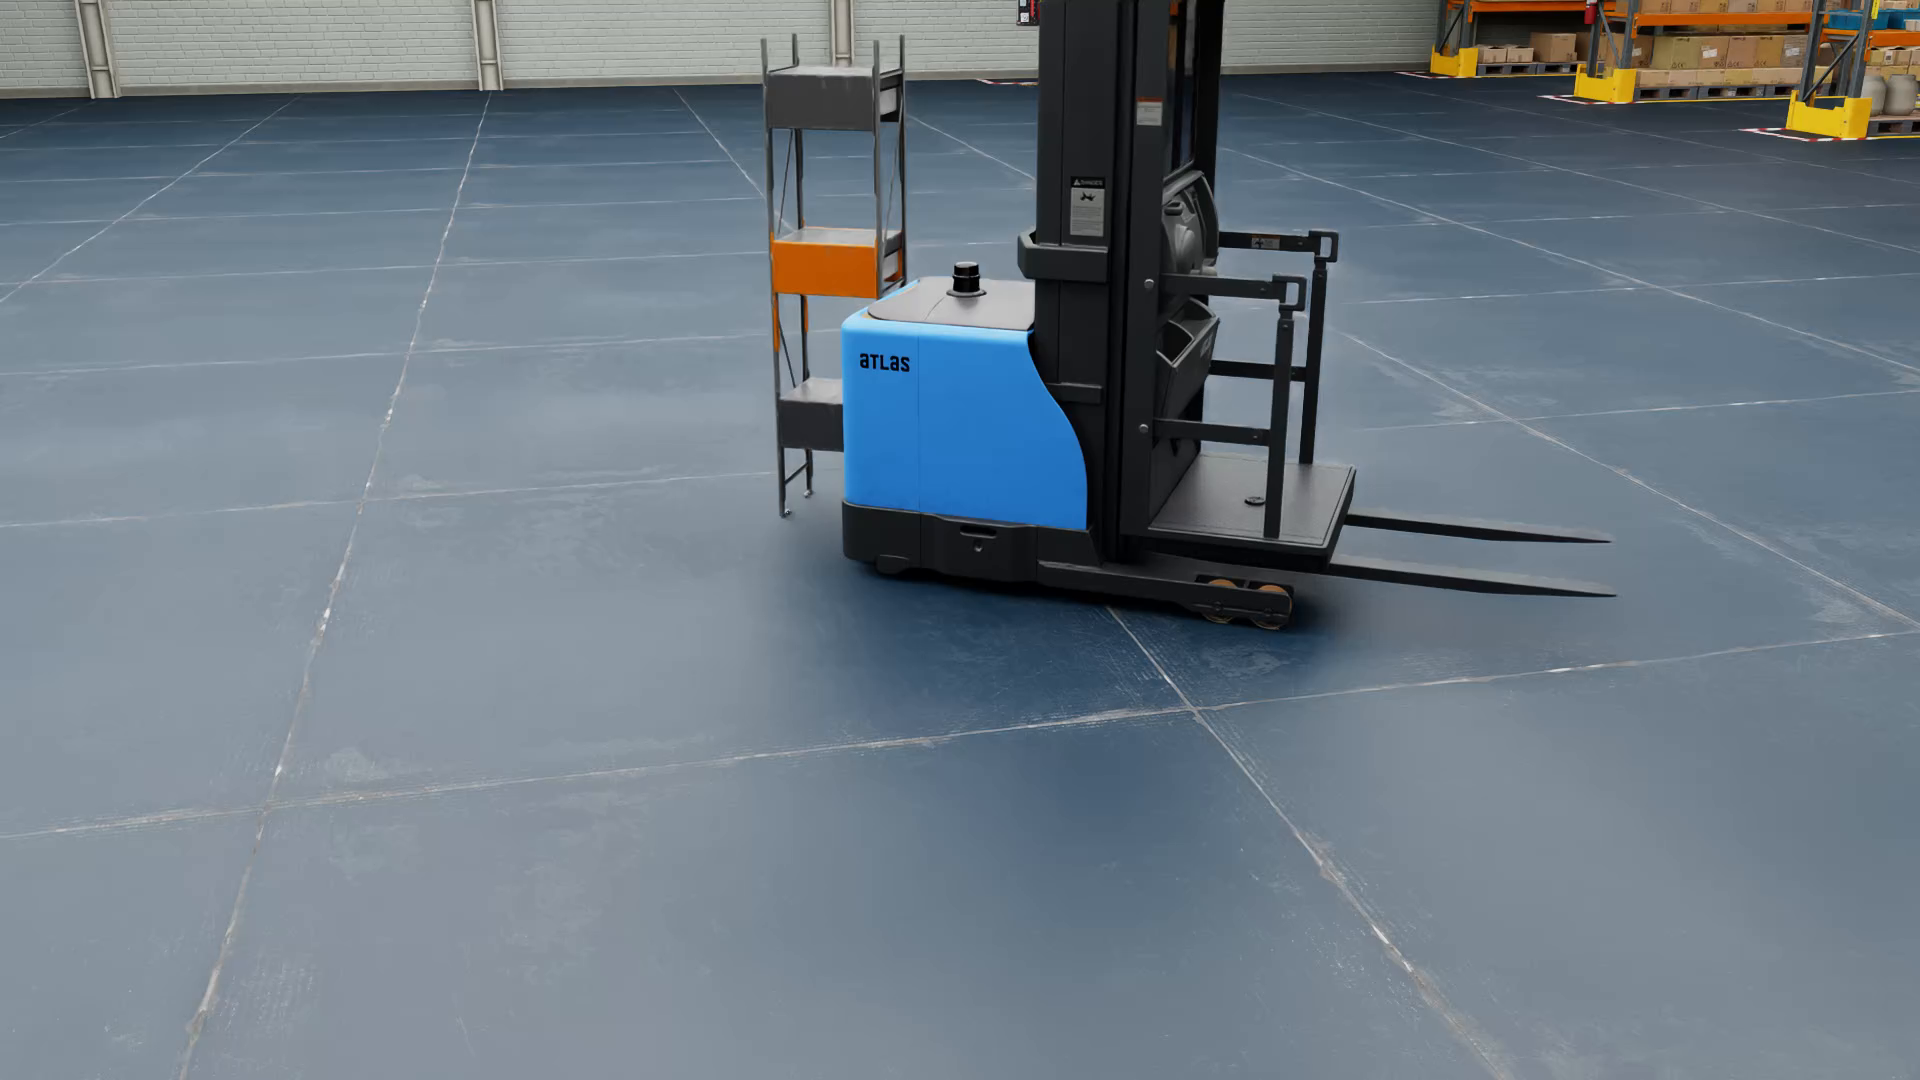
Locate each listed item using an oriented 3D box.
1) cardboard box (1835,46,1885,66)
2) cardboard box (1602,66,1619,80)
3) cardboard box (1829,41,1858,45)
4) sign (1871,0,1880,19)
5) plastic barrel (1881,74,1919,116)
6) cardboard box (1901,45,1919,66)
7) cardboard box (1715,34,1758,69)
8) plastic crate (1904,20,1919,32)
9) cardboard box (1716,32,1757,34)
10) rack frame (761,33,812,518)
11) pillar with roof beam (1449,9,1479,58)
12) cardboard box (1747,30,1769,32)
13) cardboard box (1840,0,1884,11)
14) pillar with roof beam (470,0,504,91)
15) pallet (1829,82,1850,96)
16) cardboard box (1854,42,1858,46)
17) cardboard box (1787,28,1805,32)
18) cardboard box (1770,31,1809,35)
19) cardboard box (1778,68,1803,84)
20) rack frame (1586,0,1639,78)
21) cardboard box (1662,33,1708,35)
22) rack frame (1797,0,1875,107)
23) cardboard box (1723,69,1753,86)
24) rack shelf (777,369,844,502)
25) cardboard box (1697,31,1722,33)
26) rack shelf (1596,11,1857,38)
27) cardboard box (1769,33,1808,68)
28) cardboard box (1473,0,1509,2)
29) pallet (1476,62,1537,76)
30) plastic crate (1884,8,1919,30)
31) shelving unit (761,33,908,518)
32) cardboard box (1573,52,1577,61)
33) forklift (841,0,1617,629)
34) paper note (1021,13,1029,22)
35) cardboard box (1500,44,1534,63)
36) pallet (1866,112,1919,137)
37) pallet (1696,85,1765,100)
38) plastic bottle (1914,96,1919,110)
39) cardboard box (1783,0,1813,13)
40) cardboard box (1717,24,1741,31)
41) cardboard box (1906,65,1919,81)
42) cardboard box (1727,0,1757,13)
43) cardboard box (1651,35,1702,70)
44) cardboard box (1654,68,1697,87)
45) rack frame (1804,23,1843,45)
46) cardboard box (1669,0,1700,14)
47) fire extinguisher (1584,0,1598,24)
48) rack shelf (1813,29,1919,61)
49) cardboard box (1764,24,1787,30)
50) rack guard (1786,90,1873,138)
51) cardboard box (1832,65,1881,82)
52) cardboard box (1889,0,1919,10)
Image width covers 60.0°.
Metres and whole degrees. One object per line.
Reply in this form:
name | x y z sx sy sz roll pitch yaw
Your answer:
cardboard box | 14.618 -7.876 27.027 0.500 0.311 0.500 -5 21 -12
cardboard box | 10.720 -7.488 26.783 0.500 0.250 0.500 -5 21 -12
cardboard box | 17.654 -9.934 32.588 0.750 0.750 0.750 -5 21 -13
sign | 11.525 -6.728 20.918 0.005 0.325 0.100 -5 21 -12
plastic barrel | 12.513 -5.929 22.146 0.421 0.512 0.421 0 20 0
cardboard box | 15.610 -7.956 27.243 0.500 0.311 0.500 -5 21 -14
cardboard box | 12.299 -7.785 26.503 0.500 0.500 0.500 -5 21 -12
plastic crate | 12.347 -6.622 21.414 0.250 0.136 0.298 -5 21 -12
cardboard box | 12.662 -8.005 27.102 0.500 0.500 0.500 -5 21 -12
rack frame | -0.765 -1.155 7.415 0.015 2.100 0.400 5 21 14
pillar with roof beam | 10.595 -11.820 26.499 0.400 9.000 9.100 -5 21 -12
cardboard box | 15.214 -9.640 32.264 0.500 0.500 0.700 -5 21 -13
cardboard box | 14.628 -8.741 27.033 0.500 0.250 0.500 -3 20 -9
pillar with roof beam | -6.922 -10.395 22.609 0.400 9.000 9.100 -5 21 -12
pallet | 14.867 -7.520 27.536 1.213 0.211 1.003 -5 21 -12
cardboard box | 14.992 -8.098 27.633 0.500 0.311 0.500 -4 21 -11
cardboard box | 16.219 -9.690 32.402 0.500 0.500 0.700 -4 21 -12
cardboard box | 13.635 -8.084 27.319 0.500 0.500 0.500 -5 21 -12
cardboard box | 13.269 -7.518 26.863 0.500 0.250 0.500 -5 21 -12
rack frame | 10.266 -8.441 25.997 0.127 3.000 1.000 -5 21 -12
cardboard box | 11.689 -7.925 26.886 0.500 0.500 0.500 -5 21 -12
rack frame | 11.402 -6.783 21.470 0.127 3.000 1.000 -5 21 -12
cardboard box | 12.299 -7.433 26.633 0.500 0.250 0.500 -5 21 -12
rack shelf | -0.530 -0.463 7.602 0.480 0.518 0.431 5 21 14
cardboard box | 14.219 -9.570 32.073 0.500 0.500 0.700 -5 21 -14
rack shelf | 12.212 -8.262 26.553 4.000 0.370 1.077 -5 21 -12
cardboard box | 13.268 -7.870 26.735 0.500 0.500 0.500 -5 21 -12
cardboard box | 9.670 -9.970 30.360 0.500 0.250 0.500 -5 21 -14
pallet | 9.995 -8.848 31.162 1.213 0.211 1.003 -5 21 -12
plastic crate | 12.454 -6.902 22.012 0.408 0.251 0.499 -5 21 -12
shelving unit | -0.530 -1.133 7.356 0.503 2.100 0.431 5 21 14
cardboard box | 11.454 -9.164 31.474 0.250 0.149 0.380 -6 21 -17
forklift | 1.085 -1.239 6.435 3.031 2.935 1.130 7 21 17
paper note | 1.164 -9.382 29.845 0.142 0.148 0.016 -5 21 -12
cardboard box | 10.371 -9.113 31.100 0.500 0.311 0.500 -3 20 -8
pallet | 12.257 -5.558 22.179 1.213 0.211 1.003 -5 21 -12
pallet | 12.186 -7.302 26.940 1.213 0.211 1.003 -5 21 -12
plastic bottle | 13.089 -5.967 22.673 0.097 0.201 0.097 0 20 0
cardboard box | 13.217 -8.723 26.622 0.500 0.500 0.700 -5 21 -13
cardboard box | 14.661 -9.943 32.001 0.500 0.250 0.500 -5 21 -14
cardboard box | 15.609 -7.695 27.346 0.500 0.250 0.500 -5 21 -14
cardboard box | 12.229 -8.644 26.406 0.500 0.500 0.700 -4 21 -11
cardboard box | 11.325 -7.707 26.291 0.500 0.500 0.500 -5 21 -12
cardboard box | 11.325 -7.356 26.421 0.500 0.250 0.500 -5 21 -12
rack frame | 16.908 -10.732 32.251 0.127 3.000 1.000 -5 21 -12
cardboard box | 11.233 -8.564 26.187 0.500 0.500 0.700 -4 21 -11
fire extinguisher | 10.044 -8.551 26.409 0.183 0.674 0.296 -5 21 -12
rack shelf | 13.349 -6.603 22.026 4.000 0.370 1.077 -5 21 -12
cardboard box | 15.650 -10.018 32.207 0.500 0.250 0.500 -4 21 -11
rack guard | 11.465 -5.631 21.959 0.348 0.500 1.175 -5 21 -12
cardboard box | 14.608 -7.613 27.123 0.500 0.250 0.500 -5 21 -14
cardboard box | 15.423 -8.902 27.109 0.500 0.500 0.500 -3 20 -9
